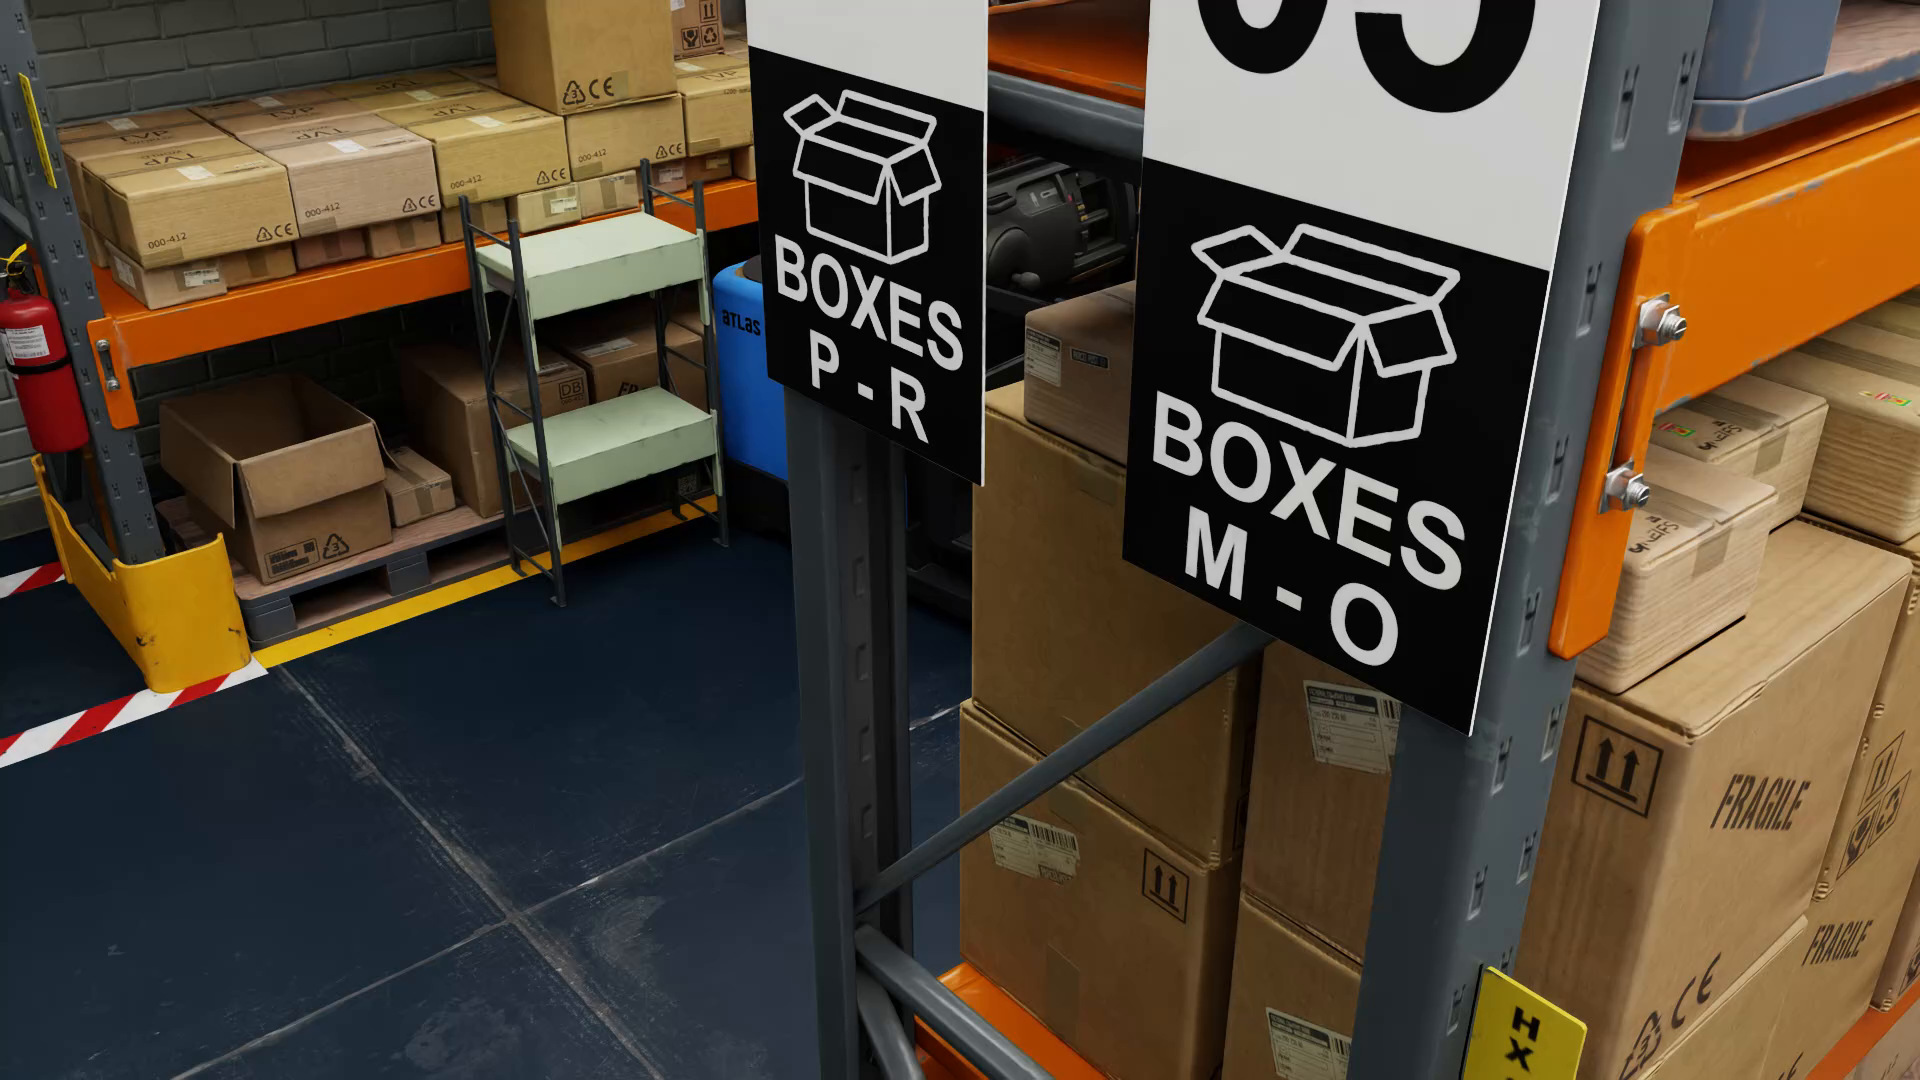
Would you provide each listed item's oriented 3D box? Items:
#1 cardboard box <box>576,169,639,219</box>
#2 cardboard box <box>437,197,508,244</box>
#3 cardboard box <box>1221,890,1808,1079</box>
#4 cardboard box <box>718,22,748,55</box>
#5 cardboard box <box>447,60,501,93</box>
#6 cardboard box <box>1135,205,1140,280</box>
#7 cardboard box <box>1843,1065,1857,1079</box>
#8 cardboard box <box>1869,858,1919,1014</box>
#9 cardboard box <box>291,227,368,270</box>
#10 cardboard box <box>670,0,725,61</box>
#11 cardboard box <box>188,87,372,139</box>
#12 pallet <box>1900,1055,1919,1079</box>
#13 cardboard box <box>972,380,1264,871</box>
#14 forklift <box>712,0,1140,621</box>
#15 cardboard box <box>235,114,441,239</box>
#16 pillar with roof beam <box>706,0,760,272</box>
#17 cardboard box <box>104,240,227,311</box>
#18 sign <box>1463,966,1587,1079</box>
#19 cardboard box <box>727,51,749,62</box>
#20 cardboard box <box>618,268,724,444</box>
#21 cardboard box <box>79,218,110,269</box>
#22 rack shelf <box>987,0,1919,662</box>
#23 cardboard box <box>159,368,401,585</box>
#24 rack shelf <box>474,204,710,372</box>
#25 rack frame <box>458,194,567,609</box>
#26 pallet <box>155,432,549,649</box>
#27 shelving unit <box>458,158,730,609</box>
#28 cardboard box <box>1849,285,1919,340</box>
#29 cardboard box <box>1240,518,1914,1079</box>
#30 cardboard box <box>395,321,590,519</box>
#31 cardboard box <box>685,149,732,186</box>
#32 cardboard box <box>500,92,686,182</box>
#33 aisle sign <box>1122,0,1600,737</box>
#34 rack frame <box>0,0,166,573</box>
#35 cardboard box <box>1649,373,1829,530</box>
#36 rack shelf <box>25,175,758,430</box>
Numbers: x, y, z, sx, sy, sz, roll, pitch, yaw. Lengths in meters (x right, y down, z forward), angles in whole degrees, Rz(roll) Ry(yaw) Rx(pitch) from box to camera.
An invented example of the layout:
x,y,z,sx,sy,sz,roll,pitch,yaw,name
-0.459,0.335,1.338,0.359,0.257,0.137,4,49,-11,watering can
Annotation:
x,y,z,sx,sy,sz,roll,pitch,yaw,name
-1.445,-1.373,6.403,0.250,0.149,0.380,-21,35,-34,cardboard box
-1.873,-1.234,6.144,0.250,0.149,0.380,-21,35,-34,cardboard box
0.704,0.674,2.201,0.500,0.500,0.500,-22,35,-35,cardboard box
-0.958,-2.095,7.332,0.500,0.250,0.500,-22,35,-35,cardboard box
-1.724,-1.785,6.751,0.500,0.250,0.500,-22,35,-35,cardboard box
0.883,-1.557,8.688,0.500,0.500,0.500,-22,35,-36,cardboard box
1.280,1.186,3.622,0.875,0.438,0.875,-21,34,-34,cardboard box
1.469,0.360,2.788,0.500,0.500,0.500,-22,35,-35,cardboard box
-2.303,-1.096,5.884,0.250,0.149,0.380,-22,35,-36,cardboard box
-1.335,-2.276,6.875,0.500,0.500,0.500,-23,36,-36,cardboard box
-2.501,-1.475,6.172,0.500,0.250,0.500,-22,35,-35,cardboard box
1.637,1.347,4.005,1.213,0.211,1.003,-22,35,-35,pallet
0.364,0.044,2.319,0.500,0.500,0.500,-21,34,-33,cardboard box
0.472,-1.102,5.702,3.031,2.935,1.130,22,35,35,forklift
-2.169,-1.279,5.804,0.500,0.250,0.500,-21,35,-34,cardboard box
1.650,-3.453,3.664,0.400,9.000,9.100,-22,35,-35,pillar with roof beam
-2.644,-0.909,5.534,0.250,0.149,0.380,-22,35,-35,cardboard box
0.508,0.546,1.544,0.005,0.325,0.100,-22,35,-35,sign
-0.630,-1.904,6.974,0.500,0.250,0.500,-22,35,-35,cardboard box
-1.080,-0.818,7.305,0.500,0.500,0.700,-23,36,-37,cardboard box
-2.994,-1.104,5.900,0.250,0.149,0.380,-22,35,-35,cardboard box
1.674,-0.856,2.750,4.000,0.370,1.077,-22,35,-35,rack shelf
-2.545,-0.254,6.247,0.637,0.503,0.797,-24,36,-37,cardboard box
-1.343,-0.933,6.077,0.720,0.370,0.431,-22,35,-35,rack shelf
-1.622,-0.477,6.051,0.023,1.500,0.400,-22,35,-35,rack frame
-2.409,-0.055,6.629,1.213,0.211,1.003,-22,35,-35,pallet
-1.344,-0.589,6.261,0.755,1.500,0.431,-22,35,-35,shelving unit
1.216,-0.250,2.180,0.250,0.149,0.380,-23,36,-36,cardboard box
0.702,0.232,1.967,0.500,0.500,0.500,-23,36,-36,cardboard box
-1.870,-0.501,6.711,0.500,0.500,0.700,-20,34,-33,cardboard box
-1.136,-1.569,6.769,0.250,0.149,0.380,-21,35,-34,cardboard box
-1.410,-1.599,6.403,0.500,0.250,0.500,-23,36,-36,cardboard box
0.286,-0.259,1.294,0.004,0.787,0.394,-22,35,-35,aisle sign
-3.072,-1.017,5.471,0.127,3.000,1.000,-22,35,-35,rack frame
0.755,-0.125,1.946,0.250,0.149,0.380,-21,35,-34,cardboard box
-1.551,-1.312,6.785,4.000,0.370,1.077,-22,35,-35,rack shelf
